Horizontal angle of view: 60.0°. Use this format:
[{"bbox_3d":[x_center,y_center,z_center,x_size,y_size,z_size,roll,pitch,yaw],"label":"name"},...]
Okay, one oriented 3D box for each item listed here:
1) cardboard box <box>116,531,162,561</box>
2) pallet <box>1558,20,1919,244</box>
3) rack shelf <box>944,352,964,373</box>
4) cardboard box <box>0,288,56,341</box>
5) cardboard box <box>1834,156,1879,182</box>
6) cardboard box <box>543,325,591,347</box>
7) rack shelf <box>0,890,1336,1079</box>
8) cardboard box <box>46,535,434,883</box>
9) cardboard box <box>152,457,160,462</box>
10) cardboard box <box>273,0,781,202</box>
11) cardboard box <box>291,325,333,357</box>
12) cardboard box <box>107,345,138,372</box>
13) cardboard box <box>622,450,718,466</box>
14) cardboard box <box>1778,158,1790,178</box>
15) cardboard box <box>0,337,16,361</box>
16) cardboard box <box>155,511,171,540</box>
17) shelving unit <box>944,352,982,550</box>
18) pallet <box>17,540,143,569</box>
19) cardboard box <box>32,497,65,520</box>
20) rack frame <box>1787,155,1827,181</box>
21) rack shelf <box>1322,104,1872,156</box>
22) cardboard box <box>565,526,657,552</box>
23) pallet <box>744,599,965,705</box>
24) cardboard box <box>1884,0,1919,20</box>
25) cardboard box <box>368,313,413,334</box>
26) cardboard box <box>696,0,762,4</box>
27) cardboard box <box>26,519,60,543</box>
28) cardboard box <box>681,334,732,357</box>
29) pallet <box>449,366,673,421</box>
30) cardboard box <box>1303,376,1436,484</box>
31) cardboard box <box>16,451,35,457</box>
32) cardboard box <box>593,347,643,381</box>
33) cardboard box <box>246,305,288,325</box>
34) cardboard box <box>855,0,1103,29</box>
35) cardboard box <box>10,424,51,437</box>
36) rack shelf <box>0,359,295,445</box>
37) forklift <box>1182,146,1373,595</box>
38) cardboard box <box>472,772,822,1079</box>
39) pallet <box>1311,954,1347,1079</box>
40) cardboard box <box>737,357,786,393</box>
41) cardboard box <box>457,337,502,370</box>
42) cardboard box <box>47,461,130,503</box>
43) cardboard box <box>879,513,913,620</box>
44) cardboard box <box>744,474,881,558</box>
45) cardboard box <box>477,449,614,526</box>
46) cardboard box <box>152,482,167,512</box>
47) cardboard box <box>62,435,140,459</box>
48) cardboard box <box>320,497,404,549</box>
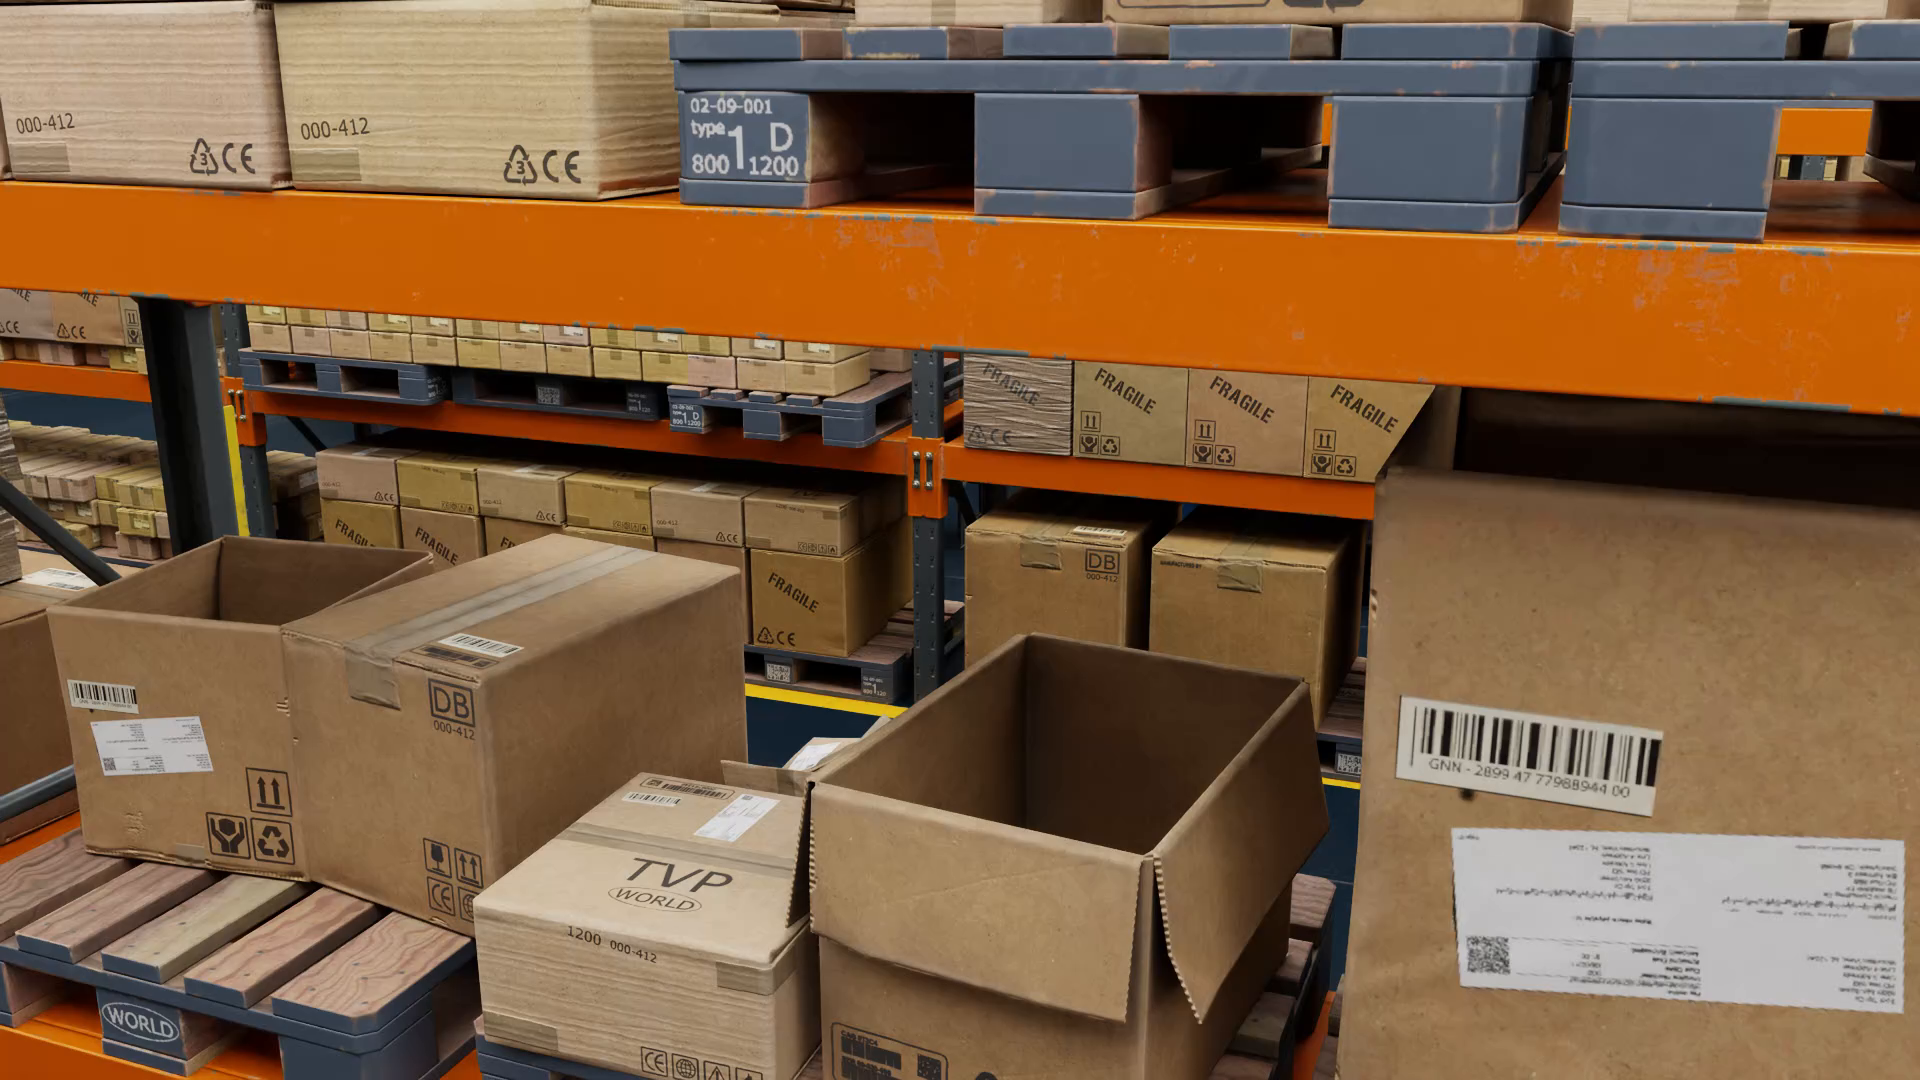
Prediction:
[{"bbox_3d":[-4.671,-0.012,9.695,0.250,0.149,0.380,6,17,19],"label":"cardboard box"},{"bbox_3d":[1.292,-0.516,2.027,1.003,0.211,1.213,6,17,21],"label":"pallet"},{"bbox_3d":[-0.154,-1.012,10.443,0.480,0.518,0.431,6,17,21],"label":"rack shelf"},{"bbox_3d":[-5.199,-1.441,9.543,0.500,0.500,0.500,6,17,20],"label":"cardboard box"},{"bbox_3d":[5.793,-2.215,10.416,0.500,0.500,0.700,6,17,20],"label":"cardboard box"},{"bbox_3d":[-1.807,-1.048,8.066,0.250,0.149,0.380,7,18,22],"label":"cardboard box"},{"bbox_3d":[-0.033,1.066,2.911,4.000,0.370,1.077,6,17,21],"label":"rack shelf"},{"bbox_3d":[-1.377,0.311,3.288,0.500,0.500,0.500,4,17,14],"label":"cardboard box"},{"bbox_3d":[-4.684,-0.454,10.149,0.250,0.149,0.380,6,17,19],"label":"cardboard box"},{"bbox_3d":[-0.591,-0.636,2.371,0.500,0.250,0.500,7,17,22],"label":"cardboard box"},{"bbox_3d":[-3.243,-1.064,8.655,0.250,0.149,0.380,7,17,22],"label":"cardboard box"},{"bbox_3d":[-4.559,-1.058,9.388,0.250,0.149,0.380,7,18,23],"label":"cardboard box"},{"bbox_3d":[-1.460,-0.360,8.920,0.500,0.250,0.500,6,17,21],"label":"cardboard box"},{"bbox_3d":[7.469,-3.325,14.872,0.250,0.149,0.380,7,17,22],"label":"cardboard box"},{"bbox_3d":[-5.533,-1.158,9.734,0.250,0.149,0.380,7,17,22],"label":"cardboard box"},{"bbox_3d":[-4.367,-0.119,9.529,0.250,0.149,0.380,5,17,18],"label":"cardboard box"},{"bbox_3d":[-0.154,-1.025,10.439,0.503,2.100,0.431,6,17,21],"label":"shelving unit"},{"bbox_3d":[-5.477,-0.014,10.343,1.213,0.211,1.003,6,17,21],"label":"pallet"},{"bbox_3d":[-5.306,-0.246,9.968,0.250,0.149,0.380,5,17,18],"label":"cardboard box"},{"bbox_3d":[5.464,-1.645,10.959,0.127,3.000,1.000,6,17,21],"label":"rack frame"},{"bbox_3d":[1.881,-1.650,6.888,4.000,0.370,1.077,6,17,21],"label":"rack shelf"},{"bbox_3d":[-1.667,0.135,8.557,0.500,0.500,0.500,5,17,18],"label":"cardboard box"},{"bbox_3d":[-0.706,0.499,8.576,1.213,0.211,1.003,6,17,21],"label":"pallet"},{"bbox_3d":[1.427,-0.840,1.869,0.637,0.503,0.797,5,17,18],"label":"cardboard box"},{"bbox_3d":[-2.779,-1.155,8.434,0.250,0.149,0.380,5,17,18],"label":"cardboard box"},{"bbox_3d":[-0.610,-0.995,2.265,0.500,0.500,0.500,6,17,19],"label":"cardboard box"},{"bbox_3d":[-5.371,-0.103,10.010,0.250,0.149,0.380,7,17,22],"label":"cardboard box"},{"bbox_3d":[-1.101,-0.969,7.796,0.250,0.149,0.380,7,17,22],"label":"cardboard box"},{"bbox_3d":[-1.836,-0.860,8.599,1.213,0.211,1.003,6,17,21],"label":"pallet"},{"bbox_3d":[1.745,-0.537,6.965,0.500,0.500,0.500,6,17,20],"label":"cardboard box"},{"bbox_3d":[-5.827,-0.425,10.052,0.250,0.149,0.380,7,17,21],"label":"cardboard box"},{"bbox_3d":[-1.558,-0.878,8.014,0.250,0.149,0.380,5,17,18],"label":"cardboard box"},{"bbox_3d":[-3.503,-1.233,8.706,0.250,0.149,0.380,7,17,22],"label":"cardboard box"},{"bbox_3d":[0.047,-0.771,2.233,0.250,0.166,0.380,6,17,19],"label":"cardboard box"},{"bbox_3d":[-6.118,-0.631,10.760,0.250,0.149,0.380,6,17,18],"label":"cardboard box"},{"bbox_3d":[-5.561,-1.028,10.125,4.000,0.370,1.077,6,17,21],"label":"rack shelf"},{"bbox_3d":[2.531,-1.176,9.466,3.031,2.935,1.130,5,17,16],"label":"forklift"},{"bbox_3d":[-0.419,0.618,2.682,0.500,0.250,0.500,6,17,19],"label":"cardboard box"},{"bbox_3d":[1.170,0.902,2.532,1.213,0.211,1.003,6,17,21],"label":"pallet"},{"bbox_3d":[-0.837,-0.798,7.740,0.250,0.149,0.380,6,17,20],"label":"cardboard box"},{"bbox_3d":[-2.286,-0.958,8.292,0.250,0.149,0.380,6,17,20],"label":"cardboard box"},{"bbox_3d":[-5.112,-0.346,9.779,0.250,0.149,0.380,5,17,18],"label":"cardboard box"},{"bbox_3d":[-0.544,0.100,8.678,0.500,0.500,0.500,6,17,18],"label":"cardboard box"},{"bbox_3d":[-0.712,-0.123,8.103,0.500,0.250,0.500,6,17,19],"label":"cardboard box"},{"bbox_3d":[-2.141,-0.279,8.640,0.500,0.250,0.500,7,18,23],"label":"cardboard box"},{"bbox_3d":[-4.379,-0.272,9.524,0.250,0.149,0.380,7,17,21],"label":"cardboard box"},{"bbox_3d":[-5.389,-0.543,10.456,0.250,0.149,0.380,6,17,21],"label":"cardboard box"},{"bbox_3d":[-3.111,-0.026,9.113,0.500,0.500,0.500,7,18,23],"label":"cardboard box"}]
